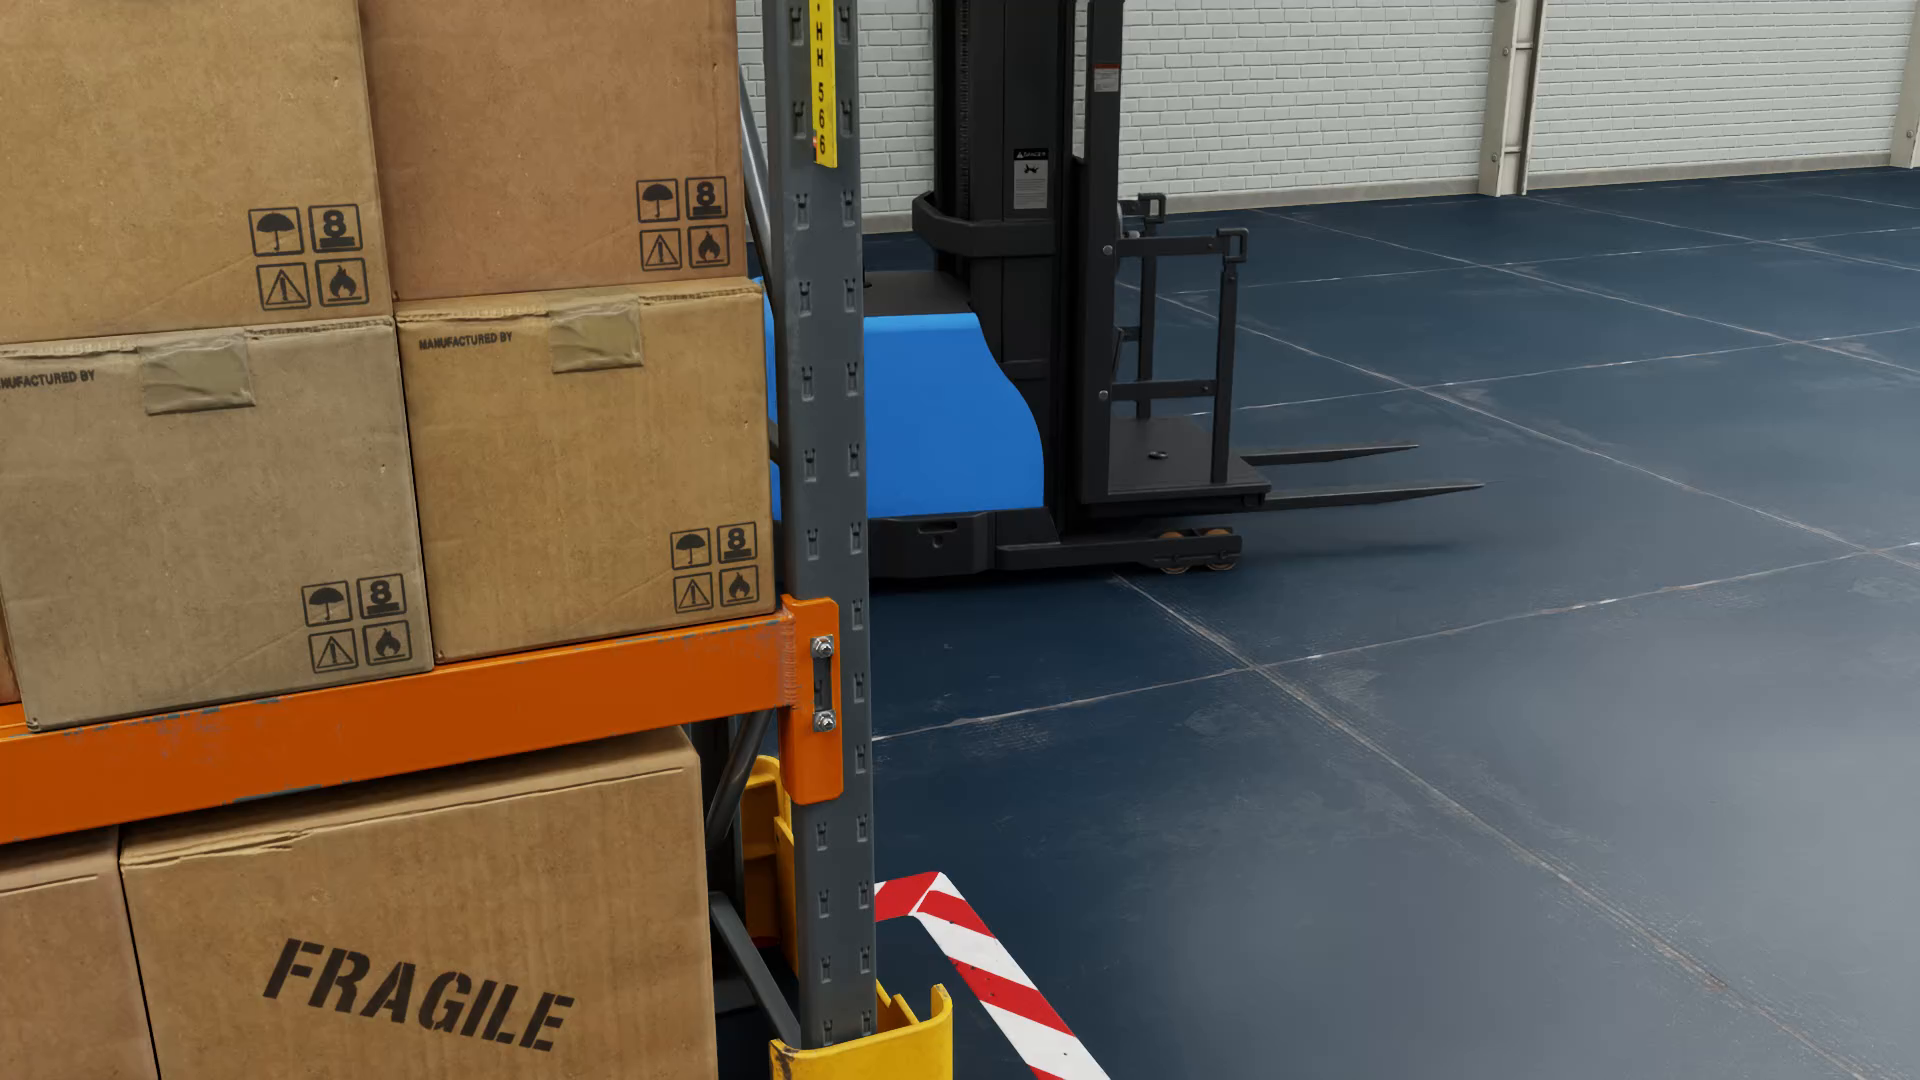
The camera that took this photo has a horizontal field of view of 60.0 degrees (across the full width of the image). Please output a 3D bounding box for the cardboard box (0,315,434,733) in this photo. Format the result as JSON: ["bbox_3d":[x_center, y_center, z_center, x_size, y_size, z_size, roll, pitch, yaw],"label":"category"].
[{"bbox_3d":[-1.224,-0.154,2.716,0.550,0.550,0.875,-8,21,-22],"label":"cardboard box"}]

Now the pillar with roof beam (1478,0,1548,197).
[{"bbox_3d":[7.299,-6.513,11.969,0.400,9.000,9.100,-8,21,-22],"label":"pillar with roof beam"}]

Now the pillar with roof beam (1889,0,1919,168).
[{"bbox_3d":[12.809,-7.302,14.211,0.400,9.000,9.100,-8,21,-22],"label":"pillar with roof beam"}]

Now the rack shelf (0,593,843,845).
[{"bbox_3d":[-2.241,0.378,2.515,4.000,0.370,1.077,-8,21,-22],"label":"rack shelf"}]

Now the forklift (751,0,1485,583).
[{"bbox_3d":[0.665,-1.413,6.621,3.031,2.935,1.130,-4,20,-11],"label":"forklift"}]

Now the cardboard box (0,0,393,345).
[{"bbox_3d":[-1.230,-0.667,2.548,0.550,0.550,0.875,-8,21,-22],"label":"cardboard box"}]

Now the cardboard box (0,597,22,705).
[{"bbox_3d":[-1.788,-0.118,2.616,0.550,0.550,0.875,-8,21,-22],"label":"cardboard box"}]

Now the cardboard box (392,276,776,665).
[{"bbox_3d":[-0.728,-0.233,2.940,0.550,0.550,0.875,-8,21,-22],"label":"cardboard box"}]

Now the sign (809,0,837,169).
[{"bbox_3d":[-0.203,-0.715,2.436,0.005,0.325,0.100,-8,21,-22],"label":"sign"}]

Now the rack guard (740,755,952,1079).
[{"bbox_3d":[-0.383,0.951,3.567,0.348,0.500,1.175,-8,21,-22],"label":"rack guard"}]

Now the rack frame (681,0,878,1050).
[{"bbox_3d":[-0.405,-0.225,3.143,0.127,3.000,1.000,-8,21,-22],"label":"rack frame"}]

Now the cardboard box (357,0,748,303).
[{"bbox_3d":[-0.761,-0.768,2.834,0.550,0.550,0.875,-8,21,-22],"label":"cardboard box"}]

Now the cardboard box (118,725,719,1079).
[{"bbox_3d":[-1.001,0.689,3.116,0.875,0.875,0.875,-8,21,-22],"label":"cardboard box"}]

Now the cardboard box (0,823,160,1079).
[{"bbox_3d":[-1.809,0.805,2.785,0.875,0.875,0.875,-9,21,-23],"label":"cardboard box"}]
